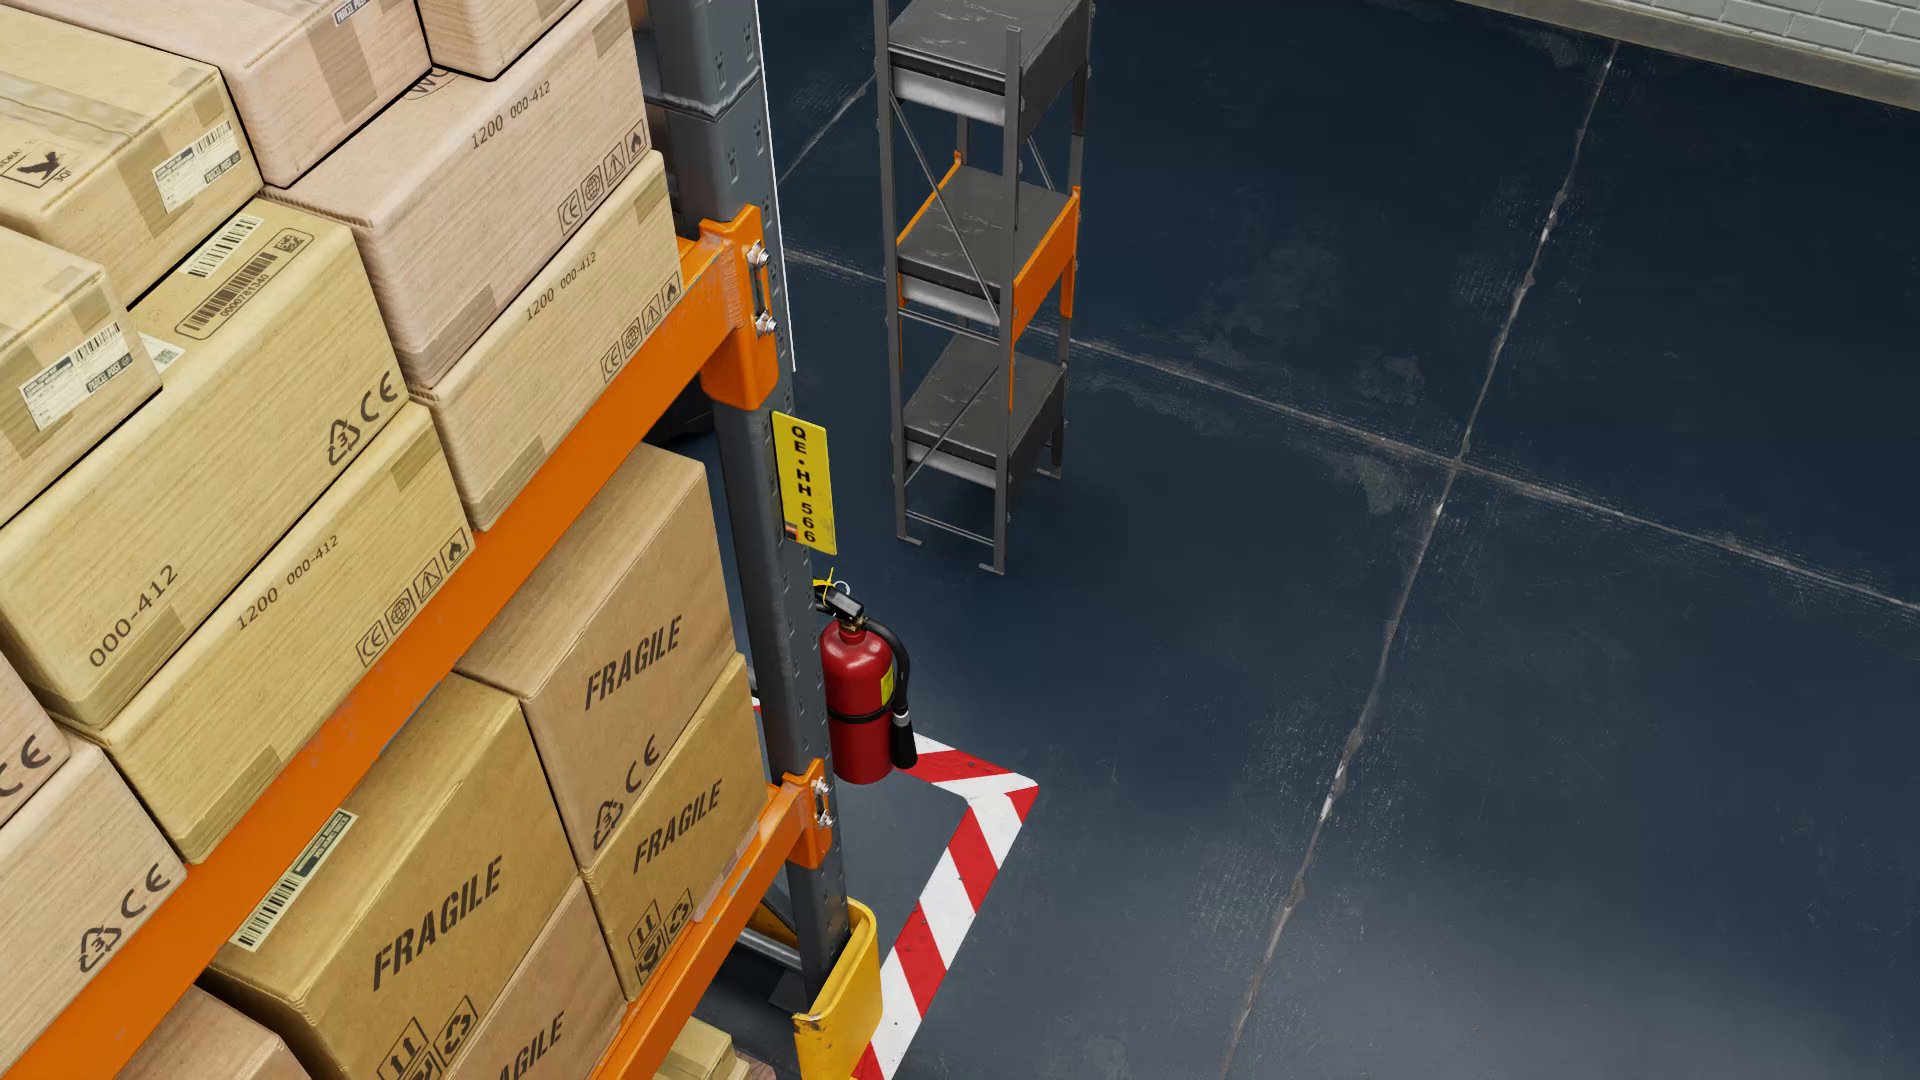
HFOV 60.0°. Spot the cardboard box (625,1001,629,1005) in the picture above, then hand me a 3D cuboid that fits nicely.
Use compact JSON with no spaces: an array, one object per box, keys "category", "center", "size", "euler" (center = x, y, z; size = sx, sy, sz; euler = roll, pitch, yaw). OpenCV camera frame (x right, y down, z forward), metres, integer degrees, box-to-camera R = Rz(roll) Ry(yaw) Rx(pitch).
[{"category":"cardboard box","center":[-0.786,0.746,3.311],"size":[0.380,0.149,0.250],"euler":[20,52,16]}]

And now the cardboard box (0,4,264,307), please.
[{"category":"cardboard box","center":[-0.941,-0.386,1.648],"size":[0.380,0.149,0.250],"euler":[18,52,15]}]

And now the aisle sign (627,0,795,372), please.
[{"category":"aisle sign","center":[-0.460,-0.606,2.589],"size":[0.394,0.787,0.004],"euler":[20,52,16]}]

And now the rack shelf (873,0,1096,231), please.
[{"category":"rack shelf","center":[0.071,-1.239,4.525],"size":[0.431,0.518,0.480],"euler":[20,52,16]}]

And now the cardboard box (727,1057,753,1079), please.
[{"category":"cardboard box","center":[-0.730,1.337,4.044],"size":[0.380,0.149,0.250],"euler":[19,52,15]}]

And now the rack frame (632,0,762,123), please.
[{"category":"rack frame","center":[-0.762,-1.755,1.335],"size":[1.000,3.000,0.127],"euler":[20,52,16]}]

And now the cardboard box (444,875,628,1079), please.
[{"category":"cardboard box","center":[-0.946,0.807,2.833],"size":[0.500,0.500,0.500],"euler":[19,52,16]}]

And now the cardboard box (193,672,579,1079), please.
[{"category":"cardboard box","center":[-0.949,0.481,2.453],"size":[0.500,0.500,0.500],"euler":[18,52,15]}]

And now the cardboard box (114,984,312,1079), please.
[{"category":"cardboard box","center":[-1.163,0.842,2.146],"size":[0.500,0.500,0.500],"euler":[22,53,18]}]

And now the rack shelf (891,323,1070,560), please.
[{"category":"rack shelf","center":[0.071,-0.332,5.591],"size":[0.431,0.518,0.480],"euler":[20,52,16]}]

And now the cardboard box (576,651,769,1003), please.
[{"category":"cardboard box","center":[-0.722,0.454,3.134],"size":[0.500,0.500,0.500],"euler":[21,53,17]}]

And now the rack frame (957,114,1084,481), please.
[{"category":"rack frame","center":[0.175,-0.962,5.190],"size":[0.400,2.100,0.015],"euler":[20,52,16]}]

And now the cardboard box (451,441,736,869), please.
[{"category":"cardboard box","center":[-0.733,0.132,2.750],"size":[0.500,0.500,0.500],"euler":[19,52,15]}]

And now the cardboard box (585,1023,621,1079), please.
[{"category":"cardboard box","center":[-0.880,0.924,3.159],"size":[0.380,0.149,0.250],"euler":[19,52,16]}]

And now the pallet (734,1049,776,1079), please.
[{"category":"pallet","center":[-1.174,1.693,4.171],"size":[1.003,0.211,1.213],"euler":[20,52,16]}]

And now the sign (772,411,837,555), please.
[{"category":"sign","center":[-0.269,-0.094,2.893],"size":[0.100,0.325,0.005],"euler":[20,52,16]}]

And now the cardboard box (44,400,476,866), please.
[{"category":"cardboard box","center":[-0.929,0.019,1.893],"size":[0.500,0.250,0.500],"euler":[20,52,16]}]

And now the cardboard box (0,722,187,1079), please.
[{"category":"cardboard box","center":[-1.153,0.356,1.607],"size":[0.500,0.250,0.500],"euler":[22,53,18]}]

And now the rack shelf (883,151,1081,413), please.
[{"category":"rack shelf","center":[0.071,-0.786,5.058],"size":[0.431,0.518,0.480],"euler":[20,52,16]}]

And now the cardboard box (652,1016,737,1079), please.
[{"category":"cardboard box","center":[-0.759,1.231,3.938],"size":[0.380,0.149,0.250],"euler":[20,53,16]}]

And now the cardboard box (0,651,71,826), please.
[{"category":"cardboard box","center":[-1.168,0.208,1.404],"size":[0.500,0.250,0.500],"euler":[21,53,17]}]

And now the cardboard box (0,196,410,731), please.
[{"category":"cardboard box","center":[-0.946,-0.144,1.703],"size":[0.500,0.250,0.500],"euler":[19,52,15]}]

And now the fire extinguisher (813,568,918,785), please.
[{"category":"fire extinguisher","center":[-0.237,0.312,3.811],"size":[0.296,0.674,0.183],"euler":[20,52,16]}]

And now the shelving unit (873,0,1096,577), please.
[{"category":"shelving unit","center":[0.071,-0.794,5.047],"size":[0.431,2.100,0.503],"euler":[20,52,16]}]

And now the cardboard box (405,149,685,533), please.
[{"category":"cardboard box","center":[-0.717,-0.335,2.194],"size":[0.500,0.250,0.500],"euler":[19,52,15]}]

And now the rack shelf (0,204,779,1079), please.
[{"category":"rack shelf","center":[-1.617,0.827,1.579],"size":[1.077,0.370,4.000],"euler":[20,52,16]}]

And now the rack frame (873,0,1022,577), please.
[{"category":"rack frame","center":[-0.034,-0.626,4.904],"size":[0.400,2.100,0.015],"euler":[20,52,16]}]

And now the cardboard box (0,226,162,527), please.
[{"category":"cardboard box","center":[-0.956,-0.169,1.463],"size":[0.380,0.149,0.250],"euler":[21,53,17]}]

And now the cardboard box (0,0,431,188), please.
[{"category":"cardboard box","center":[-0.813,-0.556,1.793],"size":[0.380,0.149,0.250],"euler":[20,53,17]}]

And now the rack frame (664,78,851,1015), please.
[{"category":"rack frame","center":[-0.762,0.189,3.619],"size":[1.000,3.000,0.127],"euler":[20,52,16]}]

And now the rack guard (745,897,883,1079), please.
[{"category":"rack guard","center":[-0.795,1.052,4.527],"size":[1.175,0.500,0.348],"euler":[20,52,16]}]

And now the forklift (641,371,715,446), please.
[{"category":"forklift","center":[-2.271,-1.101,4.763],"size":[3.031,2.935,1.130],"euler":[-28,55,-22]}]

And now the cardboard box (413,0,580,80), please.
[{"category":"cardboard box","center":[-0.639,-0.701,1.916],"size":[0.380,0.149,0.250],"euler":[19,52,16]}]

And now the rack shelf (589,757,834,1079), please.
[{"category":"rack shelf","center":[-1.617,1.800,2.722],"size":[1.077,0.370,4.000],"euler":[20,52,16]}]

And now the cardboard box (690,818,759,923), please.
[{"category":"cardboard box","center":[-0.646,0.587,3.446],"size":[0.380,0.149,0.250],"euler":[20,52,16]}]

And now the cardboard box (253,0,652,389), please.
[{"category":"cardboard box","center":[-0.729,-0.496,2.003],"size":[0.500,0.250,0.500],"euler":[18,52,15]}]
